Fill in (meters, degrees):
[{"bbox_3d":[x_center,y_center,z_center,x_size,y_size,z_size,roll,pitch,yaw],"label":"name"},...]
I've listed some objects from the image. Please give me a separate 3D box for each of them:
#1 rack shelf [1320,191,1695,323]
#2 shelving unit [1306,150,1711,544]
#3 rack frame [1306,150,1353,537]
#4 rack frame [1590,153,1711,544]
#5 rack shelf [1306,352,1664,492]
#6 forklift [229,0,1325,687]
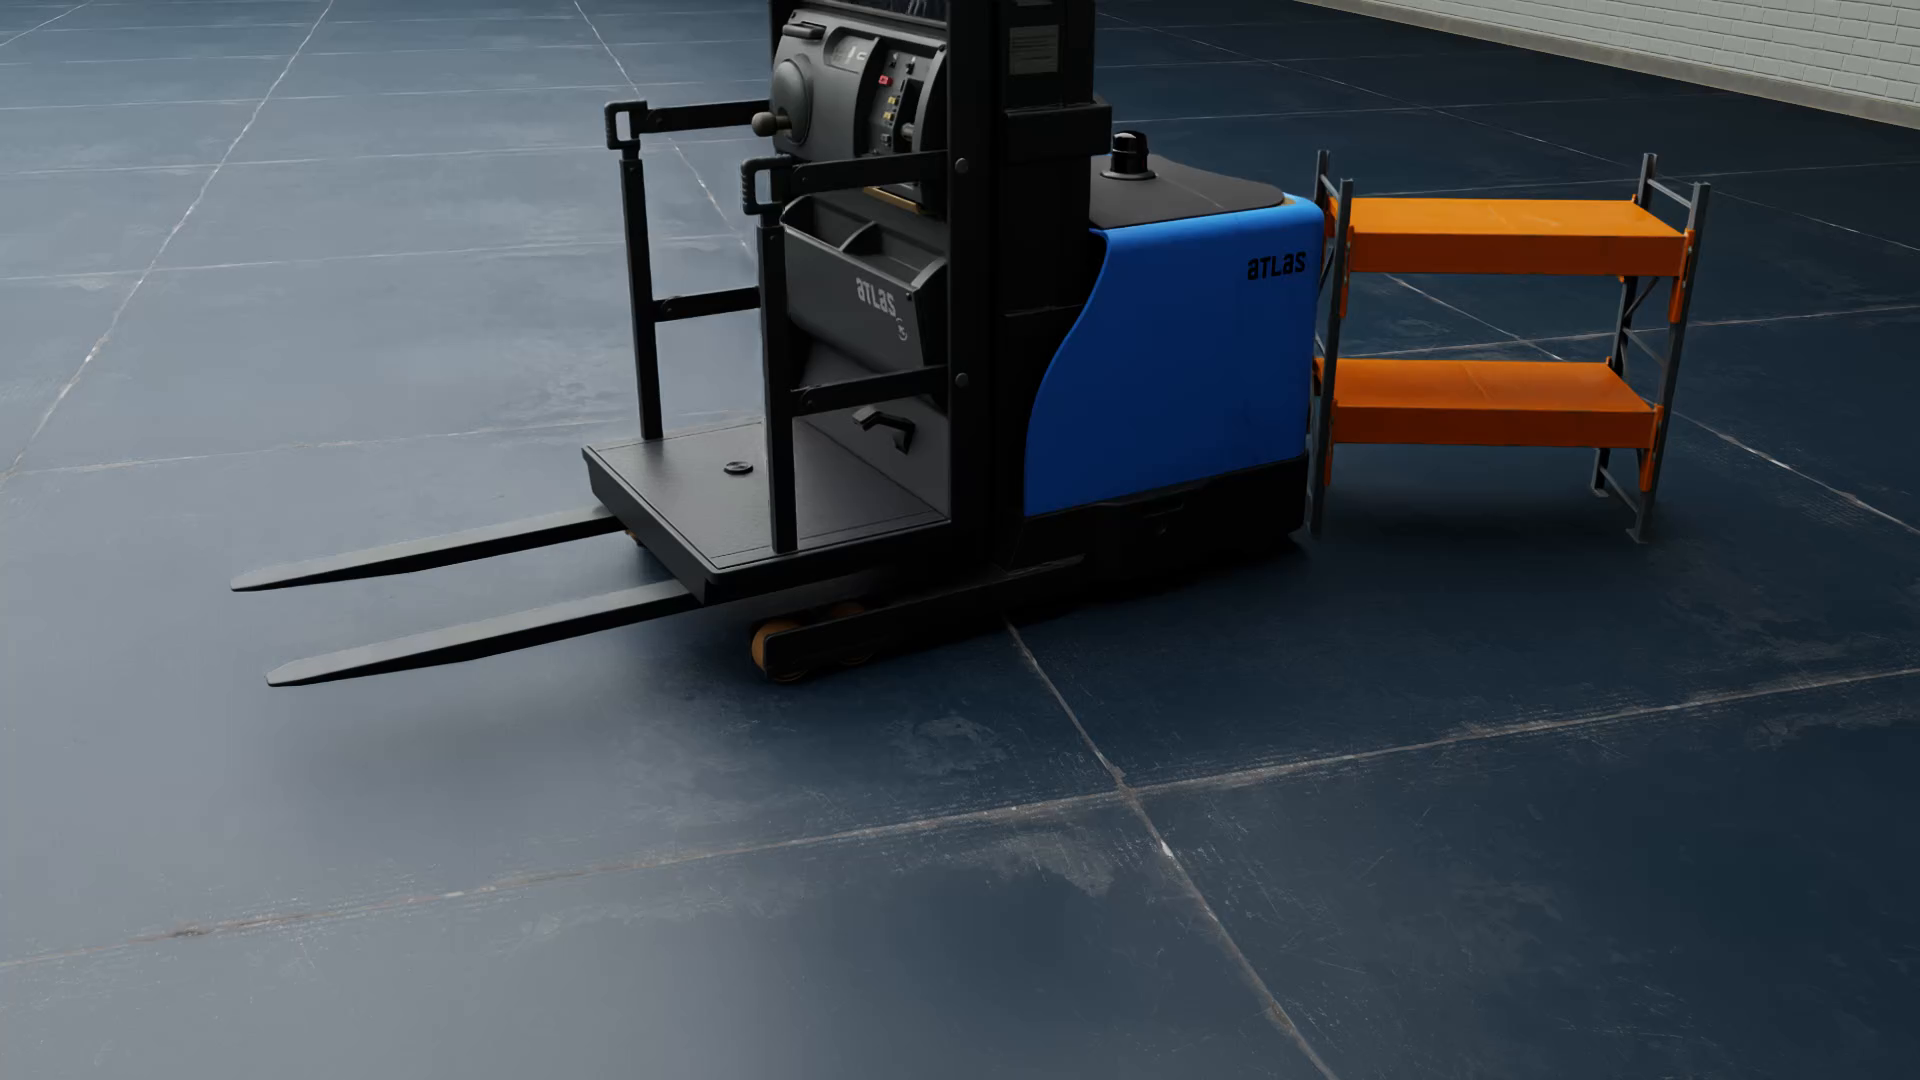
[{"bbox_3d":[1.648,-0.882,5.137,1.000,0.278,0.538,1,23,3],"label":"rack shelf"},{"bbox_3d":[1.648,-0.613,5.253,1.048,1.125,0.538,1,23,3],"label":"shelving unit"},{"bbox_3d":[1.140,-0.624,5.277,0.032,1.125,0.500,1,23,3],"label":"rack frame"},{"bbox_3d":[2.156,-0.603,5.228,0.032,1.125,0.500,1,23,3],"label":"rack frame"},{"bbox_3d":[1.648,-0.388,5.349,1.000,0.278,0.538,1,23,3],"label":"rack shelf"},{"bbox_3d":[-0.464,-1.211,4.355,3.031,2.935,1.130,-13,26,-27],"label":"forklift"}]
